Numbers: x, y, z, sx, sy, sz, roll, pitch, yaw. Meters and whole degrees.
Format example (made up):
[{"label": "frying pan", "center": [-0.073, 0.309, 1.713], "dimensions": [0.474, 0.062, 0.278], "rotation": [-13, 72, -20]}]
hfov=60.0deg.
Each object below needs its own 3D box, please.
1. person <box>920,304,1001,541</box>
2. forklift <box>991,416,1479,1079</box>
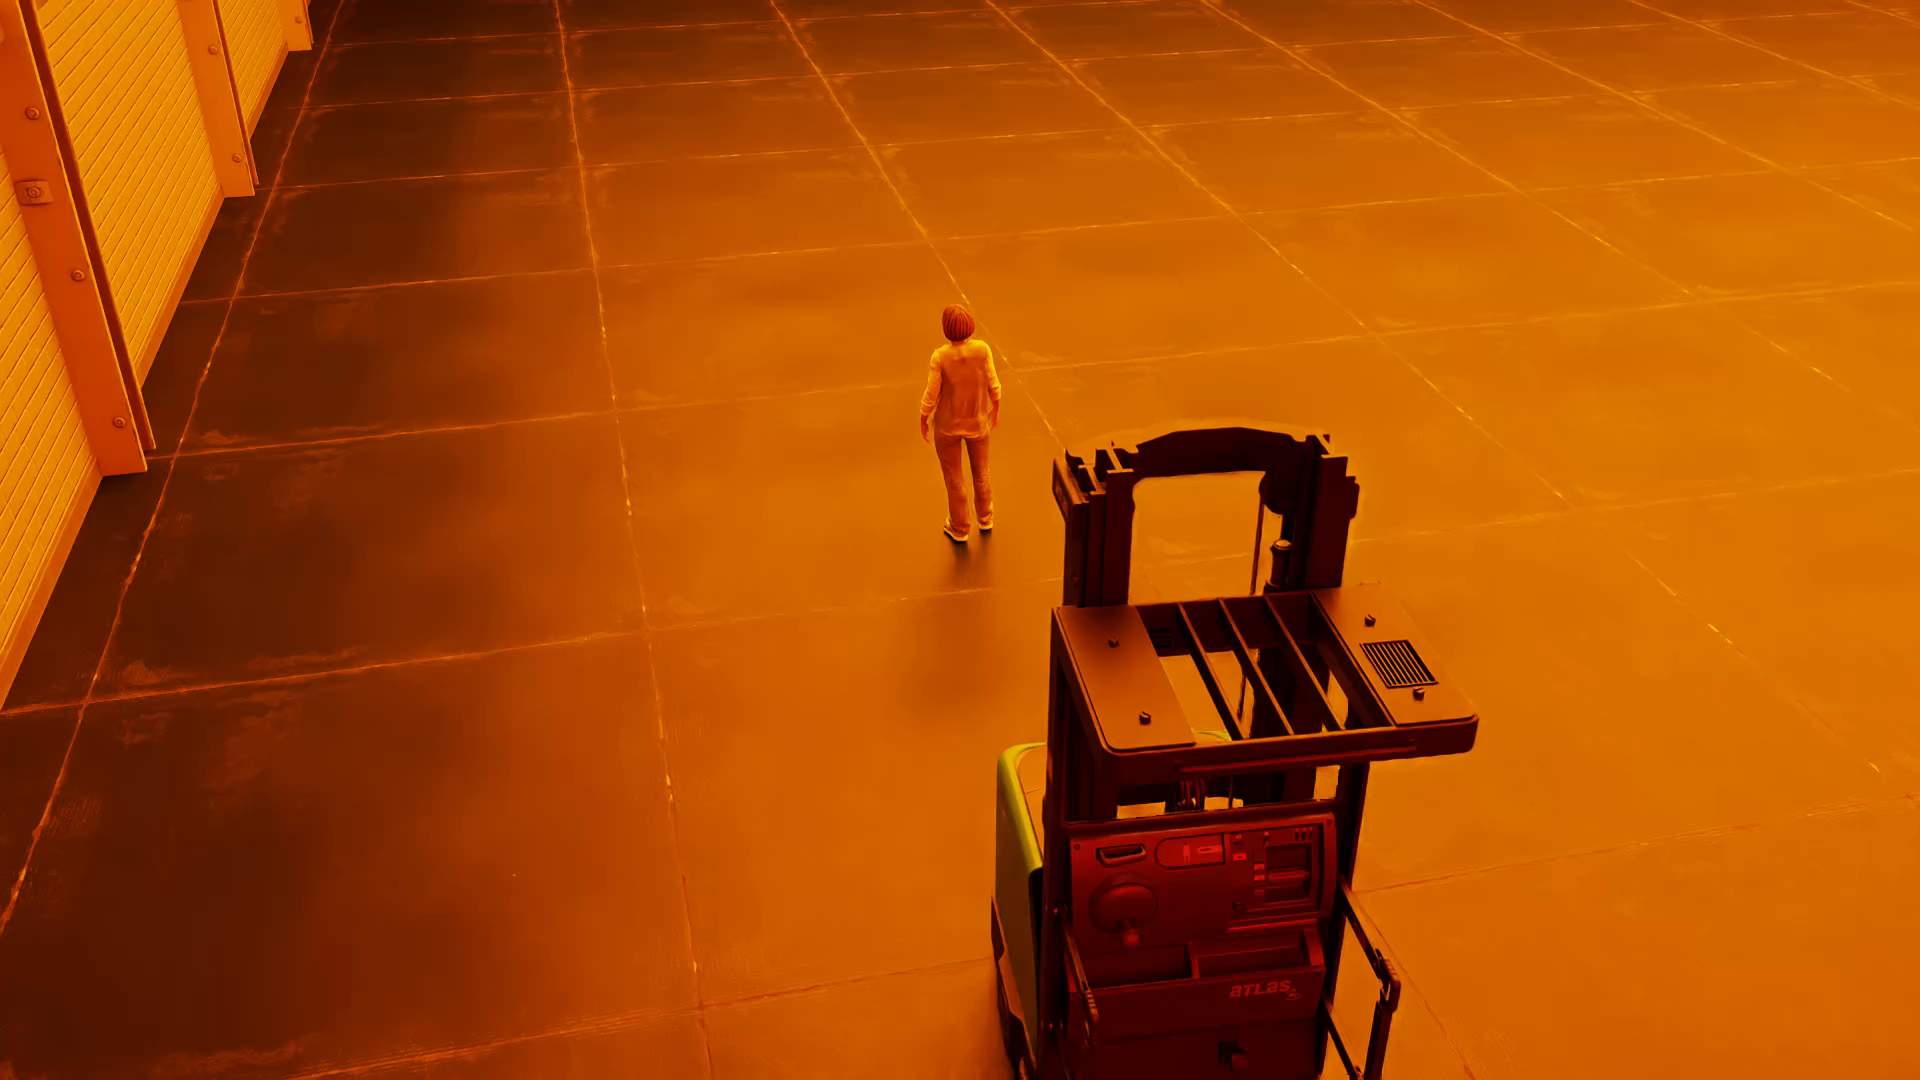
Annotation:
[{"label": "person", "center": [-0.003, -0.735, 10.161], "dimensions": [0.520, 1.597, 0.475], "rotation": [-7, 31, -12]}, {"label": "forklift", "center": [0.866, 1.206, 5.491], "dimensions": [1.130, 2.935, 3.031], "rotation": [-4, 30, -7]}]
